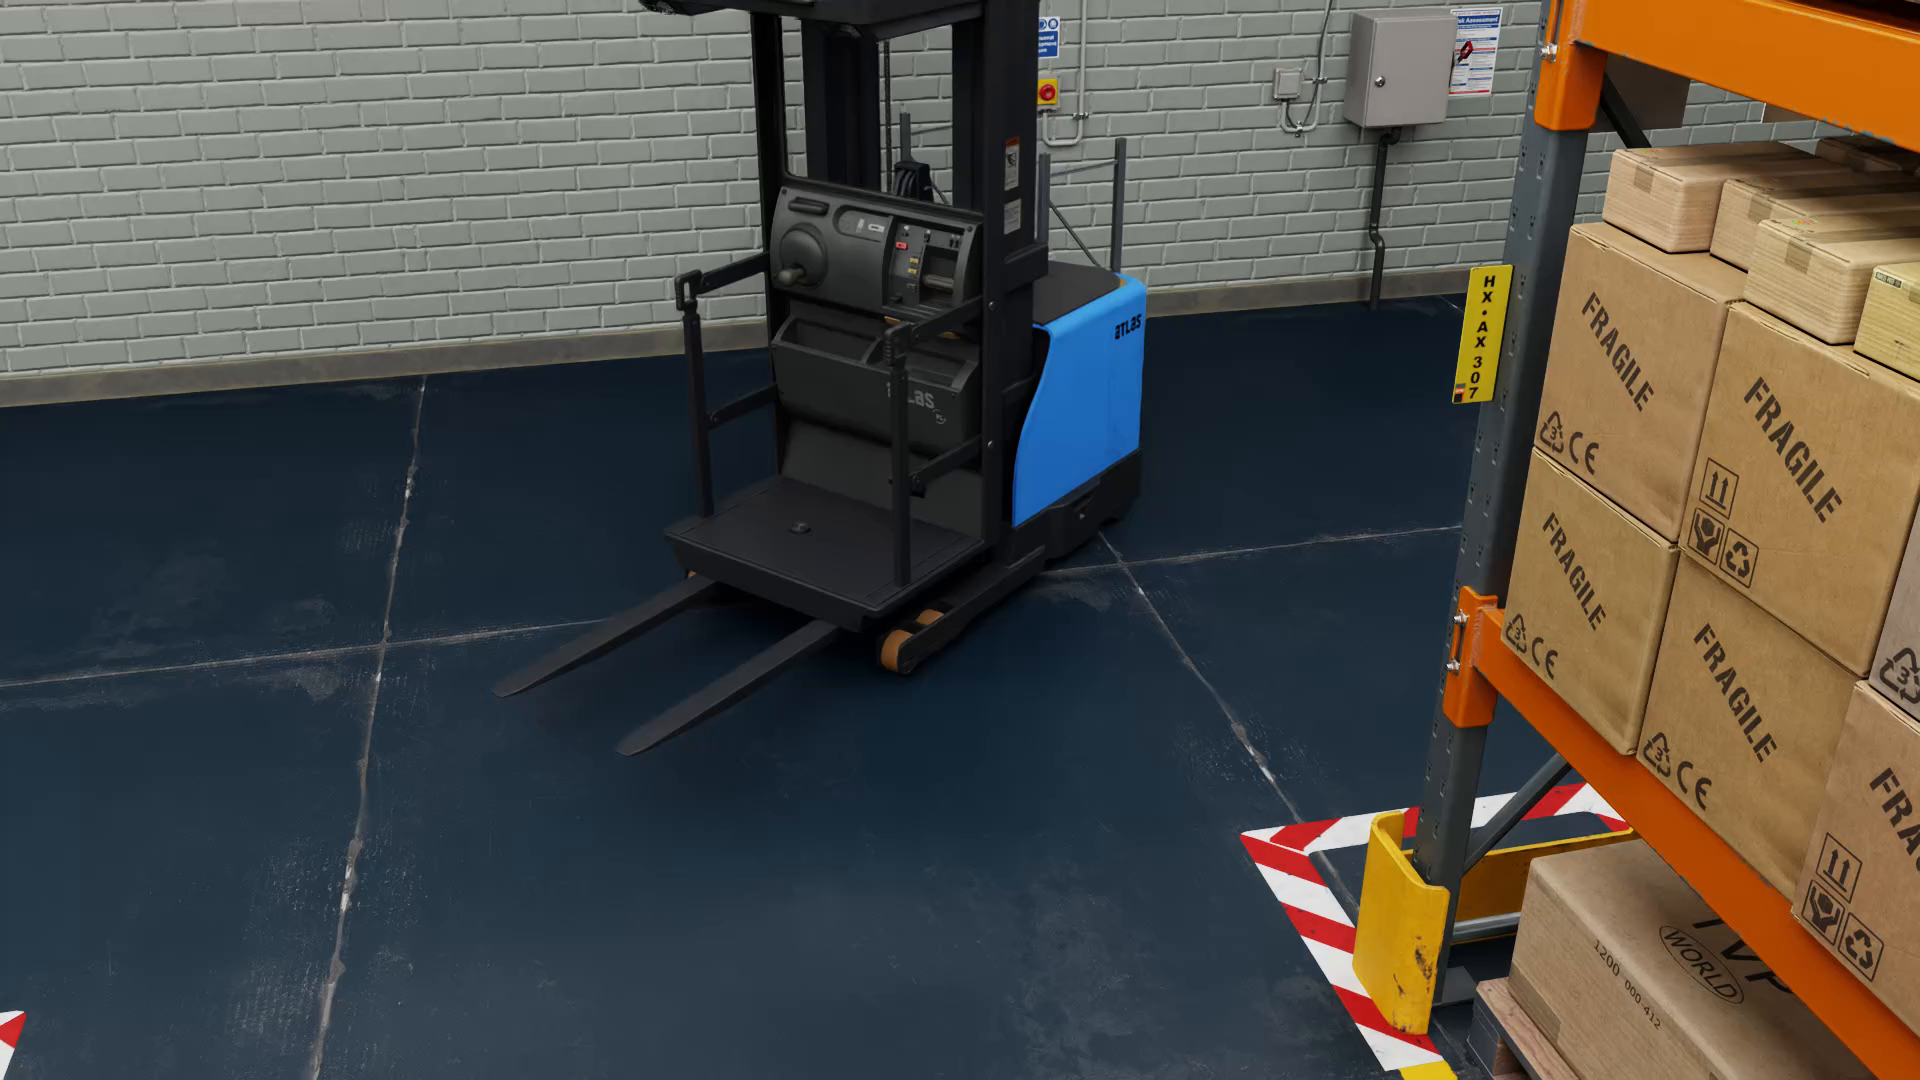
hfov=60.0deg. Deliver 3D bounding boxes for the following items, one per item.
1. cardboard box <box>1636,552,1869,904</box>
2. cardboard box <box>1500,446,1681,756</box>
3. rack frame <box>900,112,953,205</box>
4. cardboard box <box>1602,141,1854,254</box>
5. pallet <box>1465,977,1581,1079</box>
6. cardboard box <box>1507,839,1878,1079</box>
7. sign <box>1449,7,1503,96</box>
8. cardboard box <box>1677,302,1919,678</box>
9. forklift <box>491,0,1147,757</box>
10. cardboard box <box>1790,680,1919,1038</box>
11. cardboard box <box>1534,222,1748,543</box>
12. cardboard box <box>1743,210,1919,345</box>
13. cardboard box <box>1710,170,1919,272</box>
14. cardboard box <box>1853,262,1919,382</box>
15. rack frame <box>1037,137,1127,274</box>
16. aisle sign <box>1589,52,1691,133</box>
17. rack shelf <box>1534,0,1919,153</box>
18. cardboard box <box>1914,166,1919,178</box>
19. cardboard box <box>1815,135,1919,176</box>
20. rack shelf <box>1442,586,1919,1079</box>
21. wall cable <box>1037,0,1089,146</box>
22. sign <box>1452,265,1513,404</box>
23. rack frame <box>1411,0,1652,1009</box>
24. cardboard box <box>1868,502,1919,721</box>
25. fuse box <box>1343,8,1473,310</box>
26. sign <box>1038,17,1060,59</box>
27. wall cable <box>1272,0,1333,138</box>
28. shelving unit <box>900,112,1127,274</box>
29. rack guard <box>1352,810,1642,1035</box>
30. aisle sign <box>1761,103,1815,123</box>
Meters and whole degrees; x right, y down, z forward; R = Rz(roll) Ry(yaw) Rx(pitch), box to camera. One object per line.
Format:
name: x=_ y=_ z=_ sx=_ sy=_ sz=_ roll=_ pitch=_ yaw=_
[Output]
cardboard box: x=1.704 y=0.315 z=3.186 sx=0.500 sy=0.500 sz=0.500 roll=-6 pitch=27 yaw=-12
cardboard box: x=1.563 y=0.096 z=3.620 sx=0.500 sy=0.500 sz=0.500 roll=-6 pitch=27 yaw=-12
rack frame: x=-0.082 y=-1.444 z=8.446 sx=0.500 sy=1.500 sz=0.032 roll=-20 pitch=33 yaw=-34
cardboard box: x=1.544 y=-0.696 z=3.359 sx=0.380 sy=0.149 sz=0.250 roll=-5 pitch=27 yaw=-11
pallet: x=1.991 y=1.489 z=4.066 sx=1.003 sy=0.211 sz=1.213 roll=-6 pitch=27 yaw=-12
cardboard box: x=1.980 y=1.137 z=4.047 sx=0.875 sy=0.438 sz=0.875 roll=-7 pitch=28 yaw=-13
sign: x=2.955 y=-2.820 z=9.614 sx=0.329 sy=0.494 sz=0.001 roll=-6 pitch=27 yaw=-12
cardboard box: x=1.688 y=-0.125 z=2.947 sx=0.500 sy=0.500 sz=0.500 roll=-7 pitch=28 yaw=-13
forklift: x=-0.459 y=-1.051 z=6.080 sx=1.130 sy=2.935 sz=3.031 roll=18 pitch=32 yaw=31
cardboard box: x=1.801 y=0.540 z=2.740 sx=0.500 sy=0.500 sz=0.500 roll=-6 pitch=27 yaw=-12
cardboard box: x=1.565 y=-0.351 z=3.395 sx=0.500 sy=0.500 sz=0.500 roll=-7 pitch=28 yaw=-13
cardboard box: x=1.620 y=-0.462 z=2.897 sx=0.380 sy=0.149 sz=0.250 roll=-5 pitch=27 yaw=-10
cardboard box: x=1.673 y=-0.588 z=3.146 sx=0.380 sy=0.149 sz=0.250 roll=-5 pitch=27 yaw=-10
cardboard box: x=1.697 y=-0.349 z=2.671 sx=0.380 sy=0.149 sz=0.250 roll=-7 pitch=28 yaw=-13
rack frame: x=0.549 y=-1.085 z=7.734 sx=0.500 sy=1.500 sz=0.032 roll=-20 pitch=33 yaw=-34
aisle sign: x=1.435 y=-1.262 z=3.536 sx=0.394 sy=0.787 sz=0.004 roll=-6 pitch=27 yaw=-12
rack shelf: x=2.185 y=-0.239 z=1.864 sx=1.077 sy=0.370 sz=4.000 roll=-6 pitch=27 yaw=-12
cardboard box: x=2.091 y=-0.634 z=3.236 sx=0.380 sy=0.149 sz=0.250 roll=-5 pitch=27 yaw=-11
cardboard box: x=2.010 y=-0.743 z=3.452 sx=0.380 sy=0.149 sz=0.250 roll=-6 pitch=27 yaw=-11
rack shelf: x=2.185 y=1.100 z=2.540 sx=1.077 sy=0.370 sz=4.000 roll=-6 pitch=27 yaw=-12
wall cable: x=0.441 y=-3.040 z=8.781 sx=0.585 sy=1.953 sz=0.123 roll=-6 pitch=27 yaw=-12
sign: x=1.192 y=-0.467 z=3.798 sx=0.100 sy=0.325 sz=0.005 roll=-6 pitch=27 yaw=-12
rack frame: x=1.734 y=-0.099 z=4.118 sx=1.000 sy=3.000 sz=0.127 roll=-6 pitch=27 yaw=-12
cardboard box: x=1.812 y=0.101 z=2.501 sx=0.500 sy=0.500 sz=0.500 roll=-6 pitch=27 yaw=-12
fuse box: x=2.520 y=-2.146 z=9.603 sx=0.539 sy=1.711 sz=0.414 roll=-6 pitch=27 yaw=-12
sign: x=0.380 y=-2.715 z=9.000 sx=0.327 sy=0.218 sz=0.001 roll=-6 pitch=27 yaw=-12
wall cable: x=1.820 y=-3.175 z=9.084 sx=0.588 sy=1.984 sz=0.122 roll=-6 pitch=27 yaw=-12
shelving unit: x=0.234 y=-1.264 z=8.090 sx=0.538 sy=1.500 sz=1.048 roll=-20 pitch=33 yaw=-34
rack guard: x=1.729 y=1.006 z=4.702 sx=1.175 sy=0.500 sz=0.348 roll=-6 pitch=27 yaw=-12
aisle sign: x=2.020 y=-1.323 z=3.657 sx=0.394 sy=0.787 sz=0.004 roll=-6 pitch=27 yaw=-12
